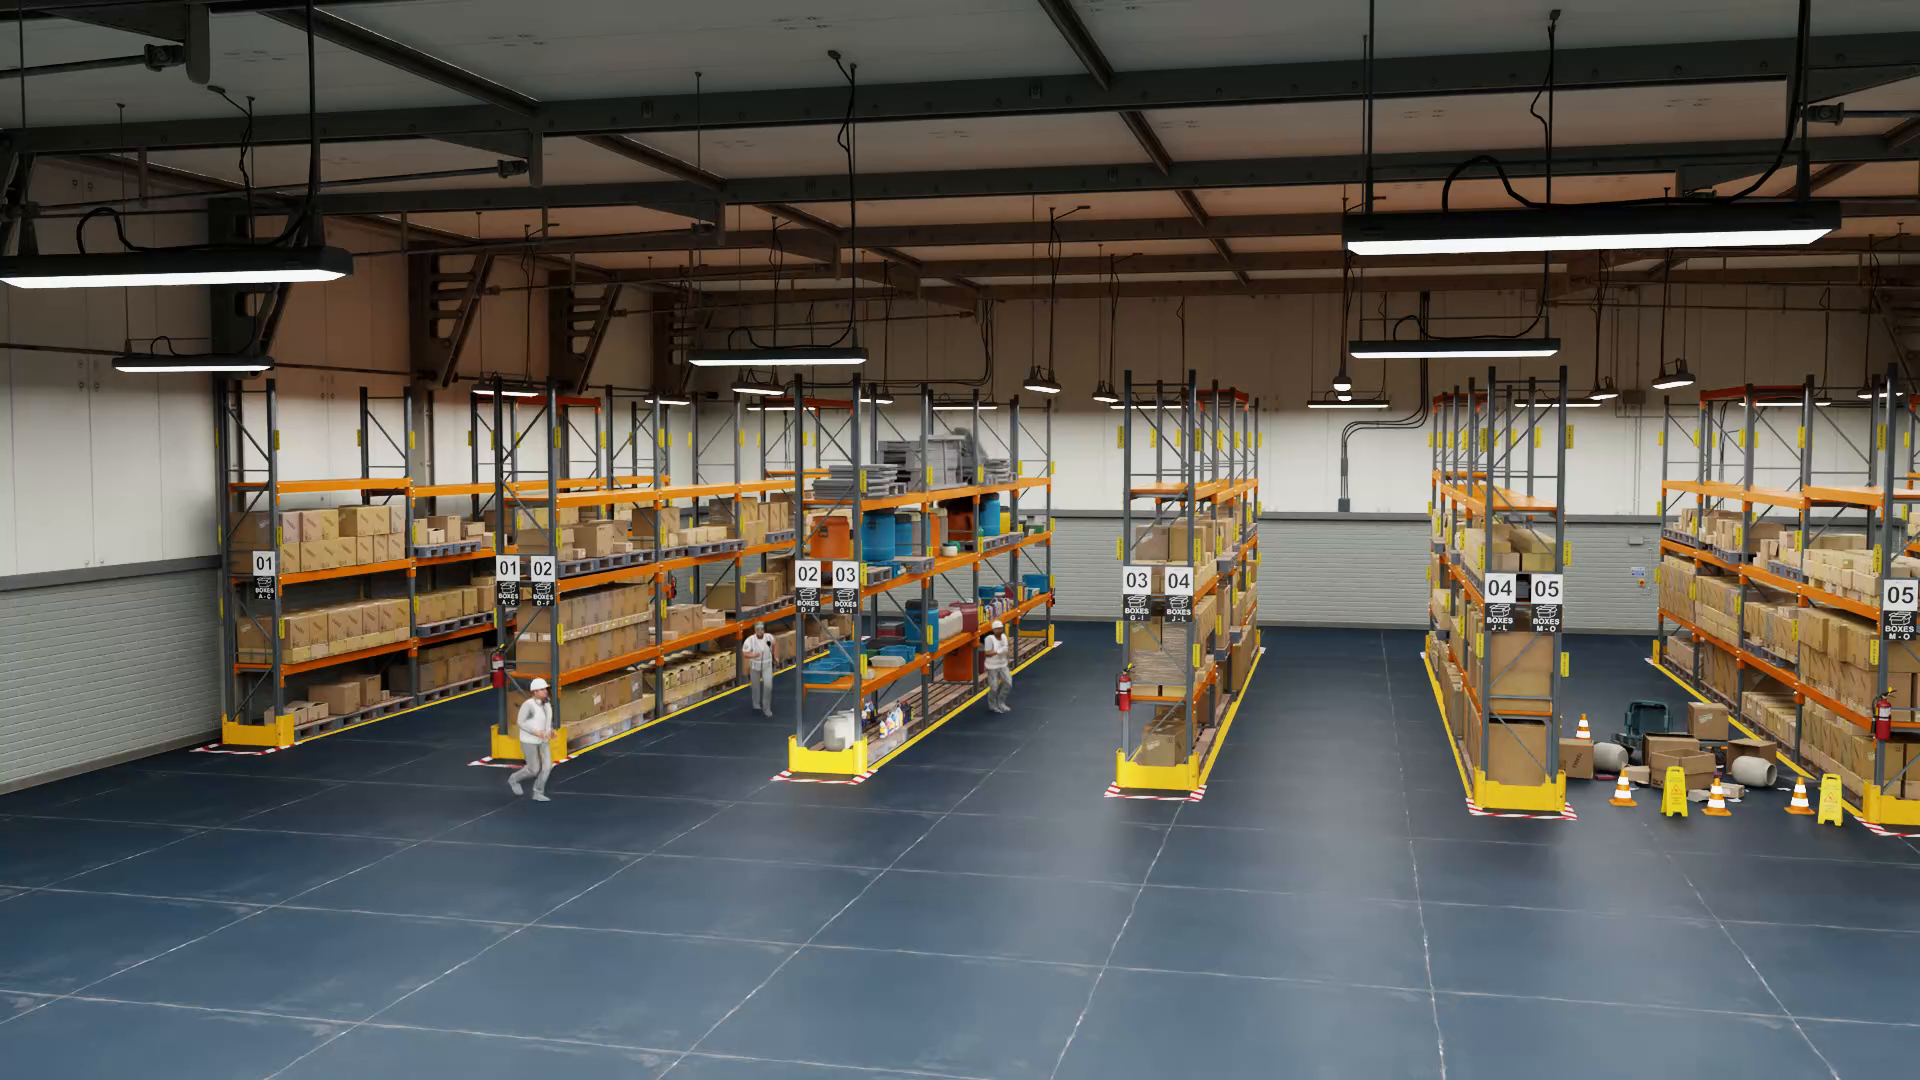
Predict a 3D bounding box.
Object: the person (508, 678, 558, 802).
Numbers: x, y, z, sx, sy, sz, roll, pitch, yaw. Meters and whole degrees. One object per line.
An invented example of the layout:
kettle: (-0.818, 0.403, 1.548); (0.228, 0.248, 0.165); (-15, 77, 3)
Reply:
person: (-5.939, 2.767, 23.083); (0.757, 1.725, 0.654); (2, 4, 32)

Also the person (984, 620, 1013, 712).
person: (0.647, 2.323, 30.312); (0.585, 1.738, 0.875); (-2, 4, -26)

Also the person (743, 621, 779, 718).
person: (-3.629, 2.327, 30.310); (0.667, 1.757, 0.999); (-1, 3, -10)
